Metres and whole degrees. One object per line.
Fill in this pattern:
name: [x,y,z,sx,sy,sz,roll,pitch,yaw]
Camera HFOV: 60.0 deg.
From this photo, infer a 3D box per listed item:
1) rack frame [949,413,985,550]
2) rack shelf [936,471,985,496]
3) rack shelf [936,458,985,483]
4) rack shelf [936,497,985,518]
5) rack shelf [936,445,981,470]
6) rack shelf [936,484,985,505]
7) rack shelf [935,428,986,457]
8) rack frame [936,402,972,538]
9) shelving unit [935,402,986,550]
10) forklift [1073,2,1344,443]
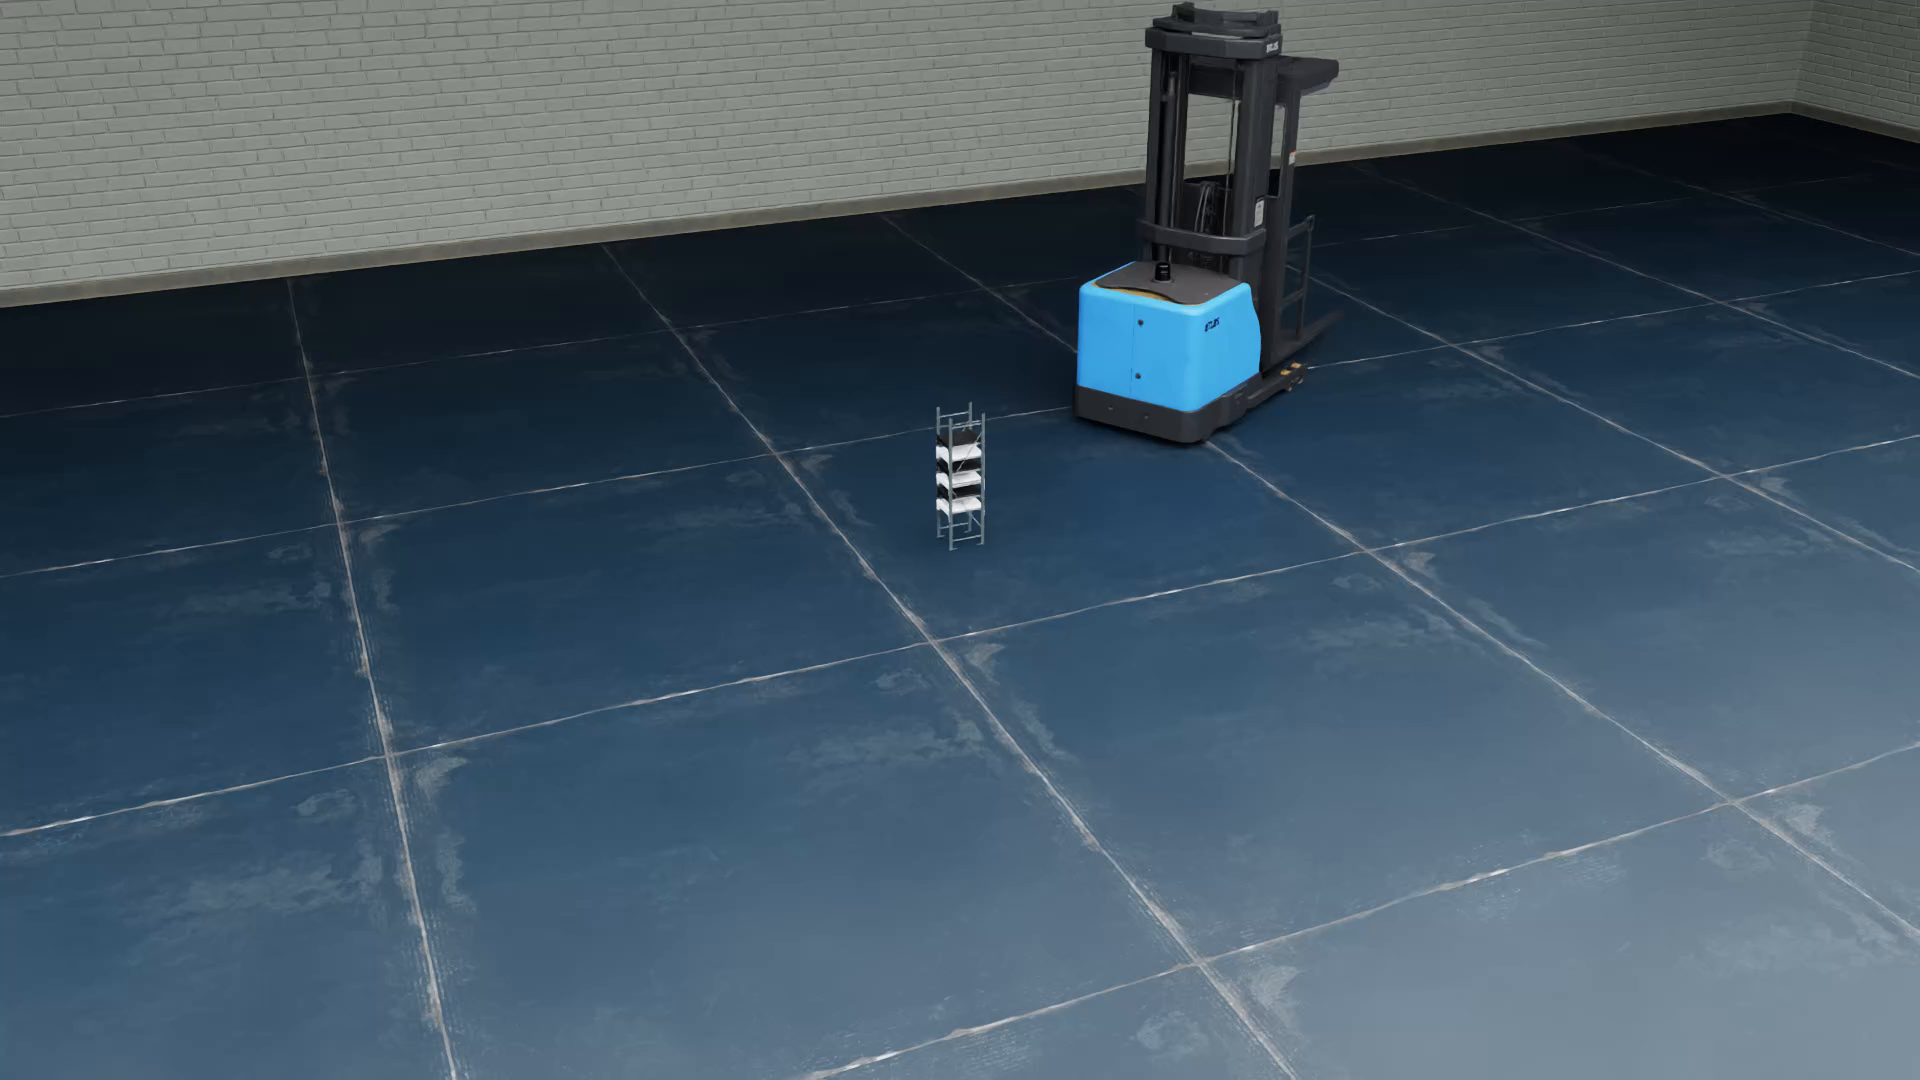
rack frame: [0.043,-0.360,10.462,0.240,0.900,0.006,-11,28,-21]
rack shelf: [0.003,-0.371,10.560,0.258,0.077,0.200,-11,28,-21]
rack shelf: [0.003,-0.452,10.521,0.258,0.077,0.200,-11,28,-21]
rack shelf: [0.003,-0.209,10.639,0.258,0.077,0.200,-11,28,-21]
rack shelf: [0.003,-0.533,10.481,0.258,0.077,0.200,-11,28,-21]
rack shelf: [0.003,-0.290,10.600,0.258,0.077,0.200,-11,28,-21]
rack shelf: [0.003,-0.614,10.442,0.258,0.077,0.200,-11,28,-21]
rack frame: [-0.037,-0.442,10.630,0.240,0.900,0.006,-11,28,-21]
shelving unit: [0.003,-0.401,10.546,0.258,0.900,0.210,-11,28,-21]
forklift: [2.126,-2.608,12.752,1.130,2.935,3.031,18,31,32]
